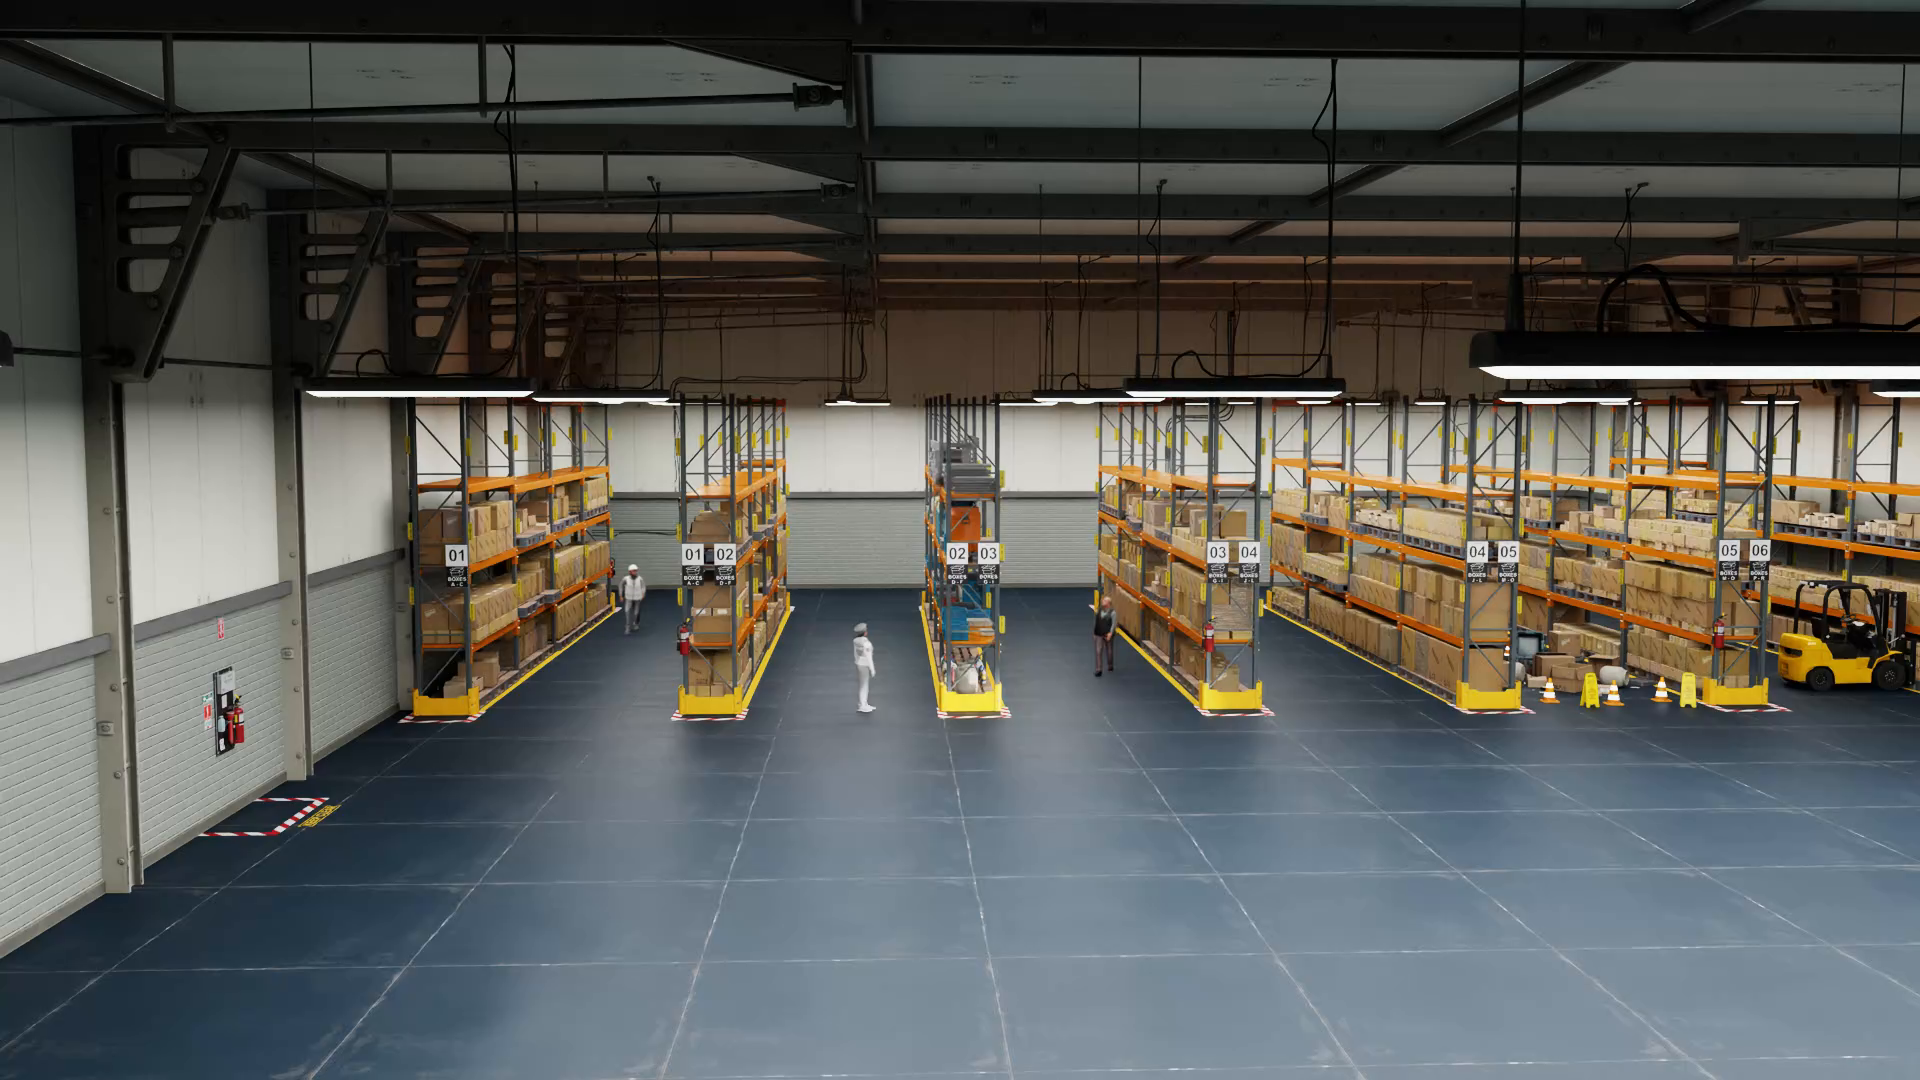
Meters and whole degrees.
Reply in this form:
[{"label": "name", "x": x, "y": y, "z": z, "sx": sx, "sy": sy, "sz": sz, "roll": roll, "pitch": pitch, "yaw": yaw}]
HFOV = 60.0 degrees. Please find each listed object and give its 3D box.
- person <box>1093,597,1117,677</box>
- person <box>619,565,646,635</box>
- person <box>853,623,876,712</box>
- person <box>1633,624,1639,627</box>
[{"label": "person", "x": 3.108, "y": 2.071, "z": 35.694, "sx": 0.524, "sy": 1.676, "sz": 1.001, "roll": 1, "pitch": 5, "yaw": 11}, {"label": "person", "x": -8.382, "y": 1.506, "z": 42.566, "sx": 0.693, "sy": 1.756, "sz": 0.983, "roll": 0, "pitch": 5, "yaw": -1}, {"label": "person", "x": -1.815, "y": 2.403, "z": 31.473, "sx": 0.441, "sy": 1.700, "sz": 0.549, "roll": -1, "pitch": 5, "yaw": -16}, {"label": "person", "x": 17.794, "y": 1.459, "z": 43.463, "sx": 0.416, "sy": 1.689, "sz": 0.480, "roll": 1, "pitch": 5, "yaw": 10}]
